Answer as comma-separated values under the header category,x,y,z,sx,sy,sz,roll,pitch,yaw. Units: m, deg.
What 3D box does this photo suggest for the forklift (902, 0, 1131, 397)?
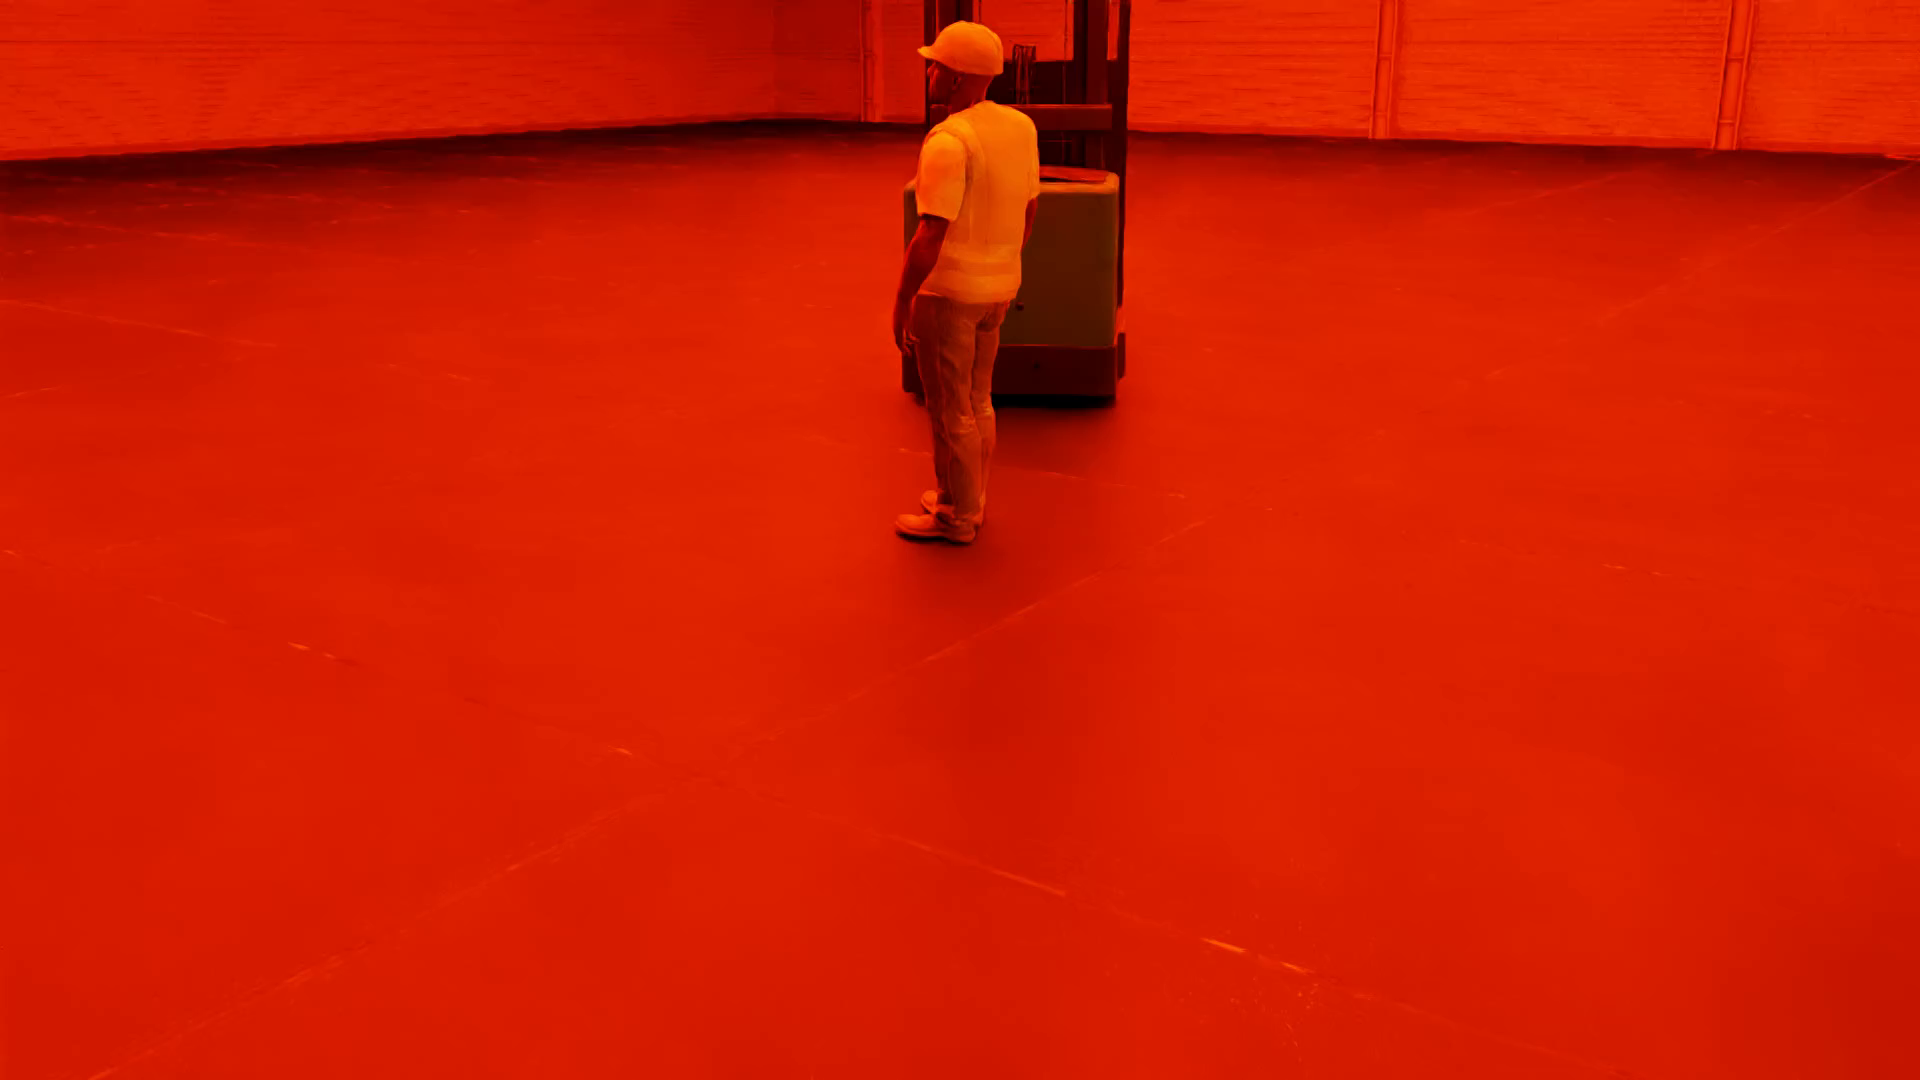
category,x,y,z,sx,sy,sz,roll,pitch,yaw
forklift,0.380,-2.475,9.111,1.130,2.935,3.031,2,17,6

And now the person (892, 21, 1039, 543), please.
category,x,y,z,sx,sy,sz,roll,pitch,yaw
person,-0.054,-0.865,5.736,0.576,1.766,0.665,11,20,33
